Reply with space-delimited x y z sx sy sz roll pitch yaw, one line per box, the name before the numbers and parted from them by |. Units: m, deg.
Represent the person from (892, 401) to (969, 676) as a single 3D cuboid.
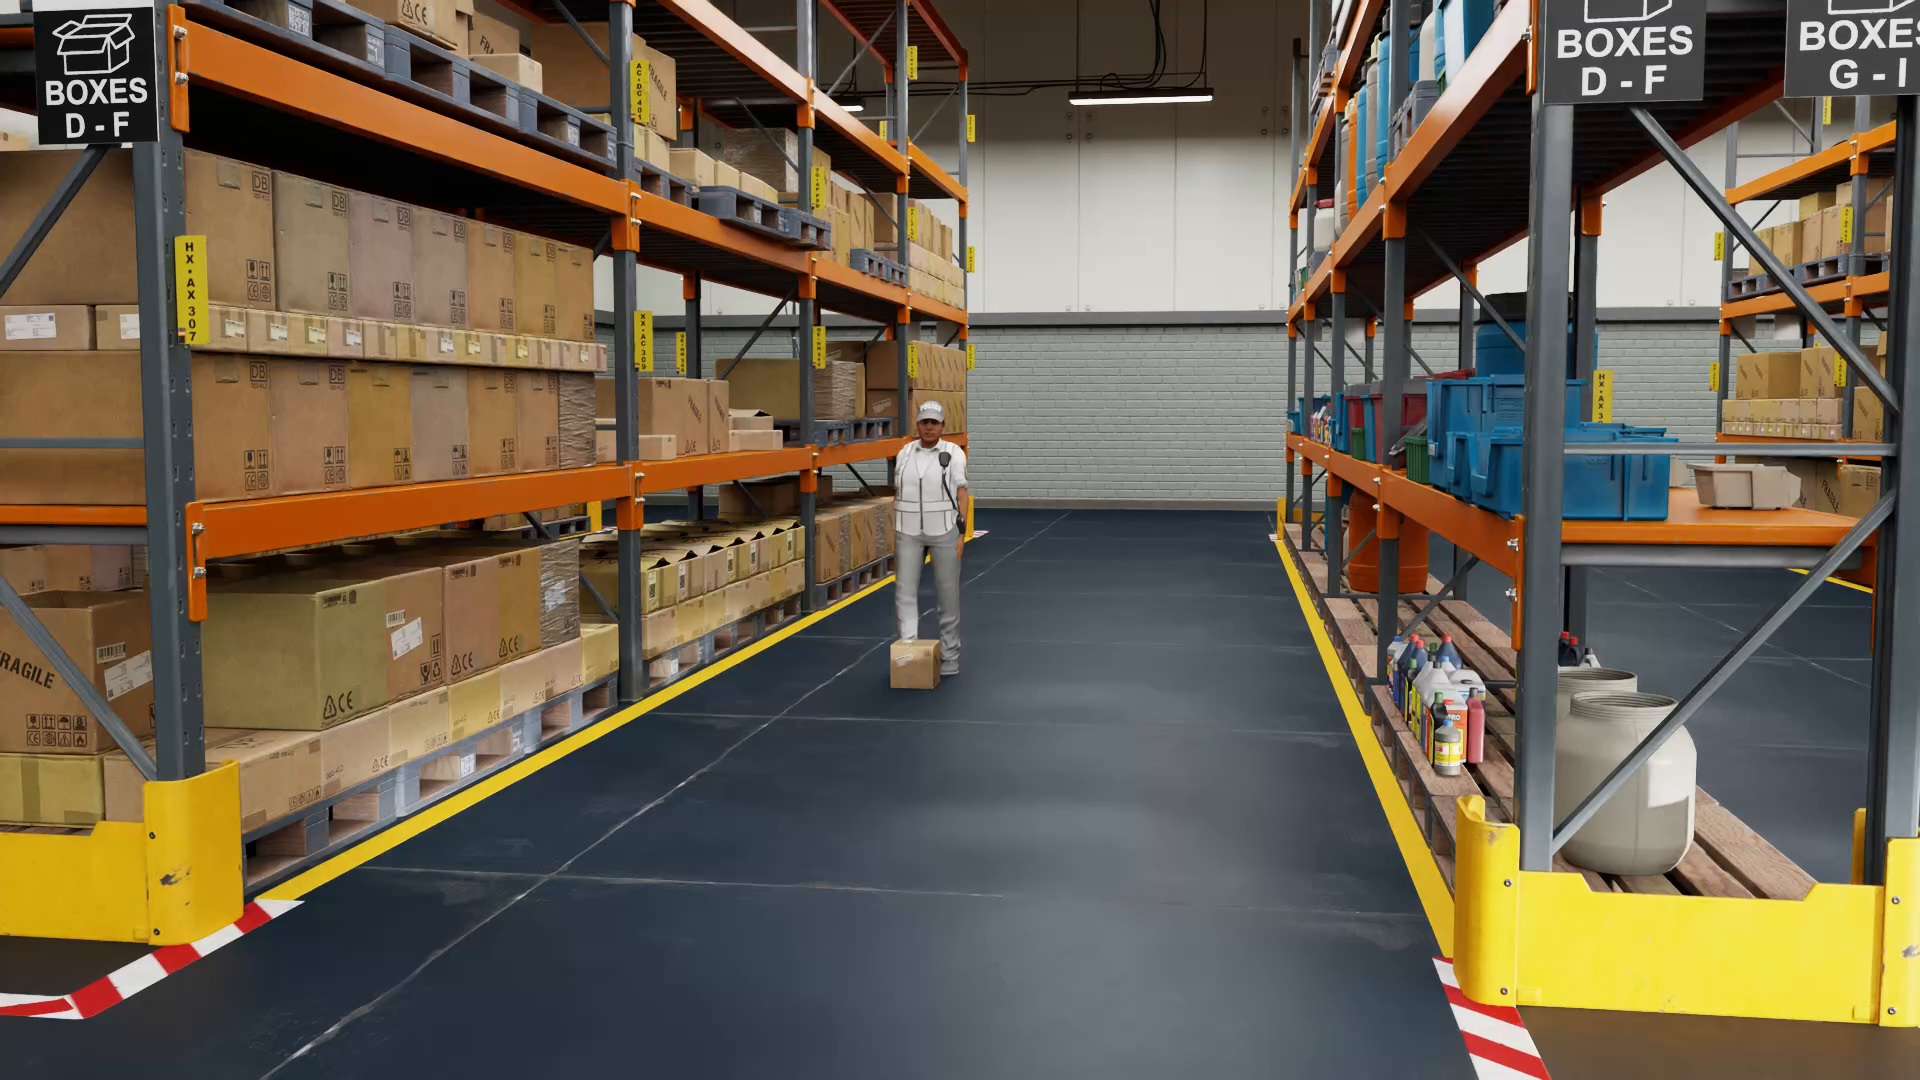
person | -0.182 -0.010 10.095 0.466 1.662 0.391 1 5 10
